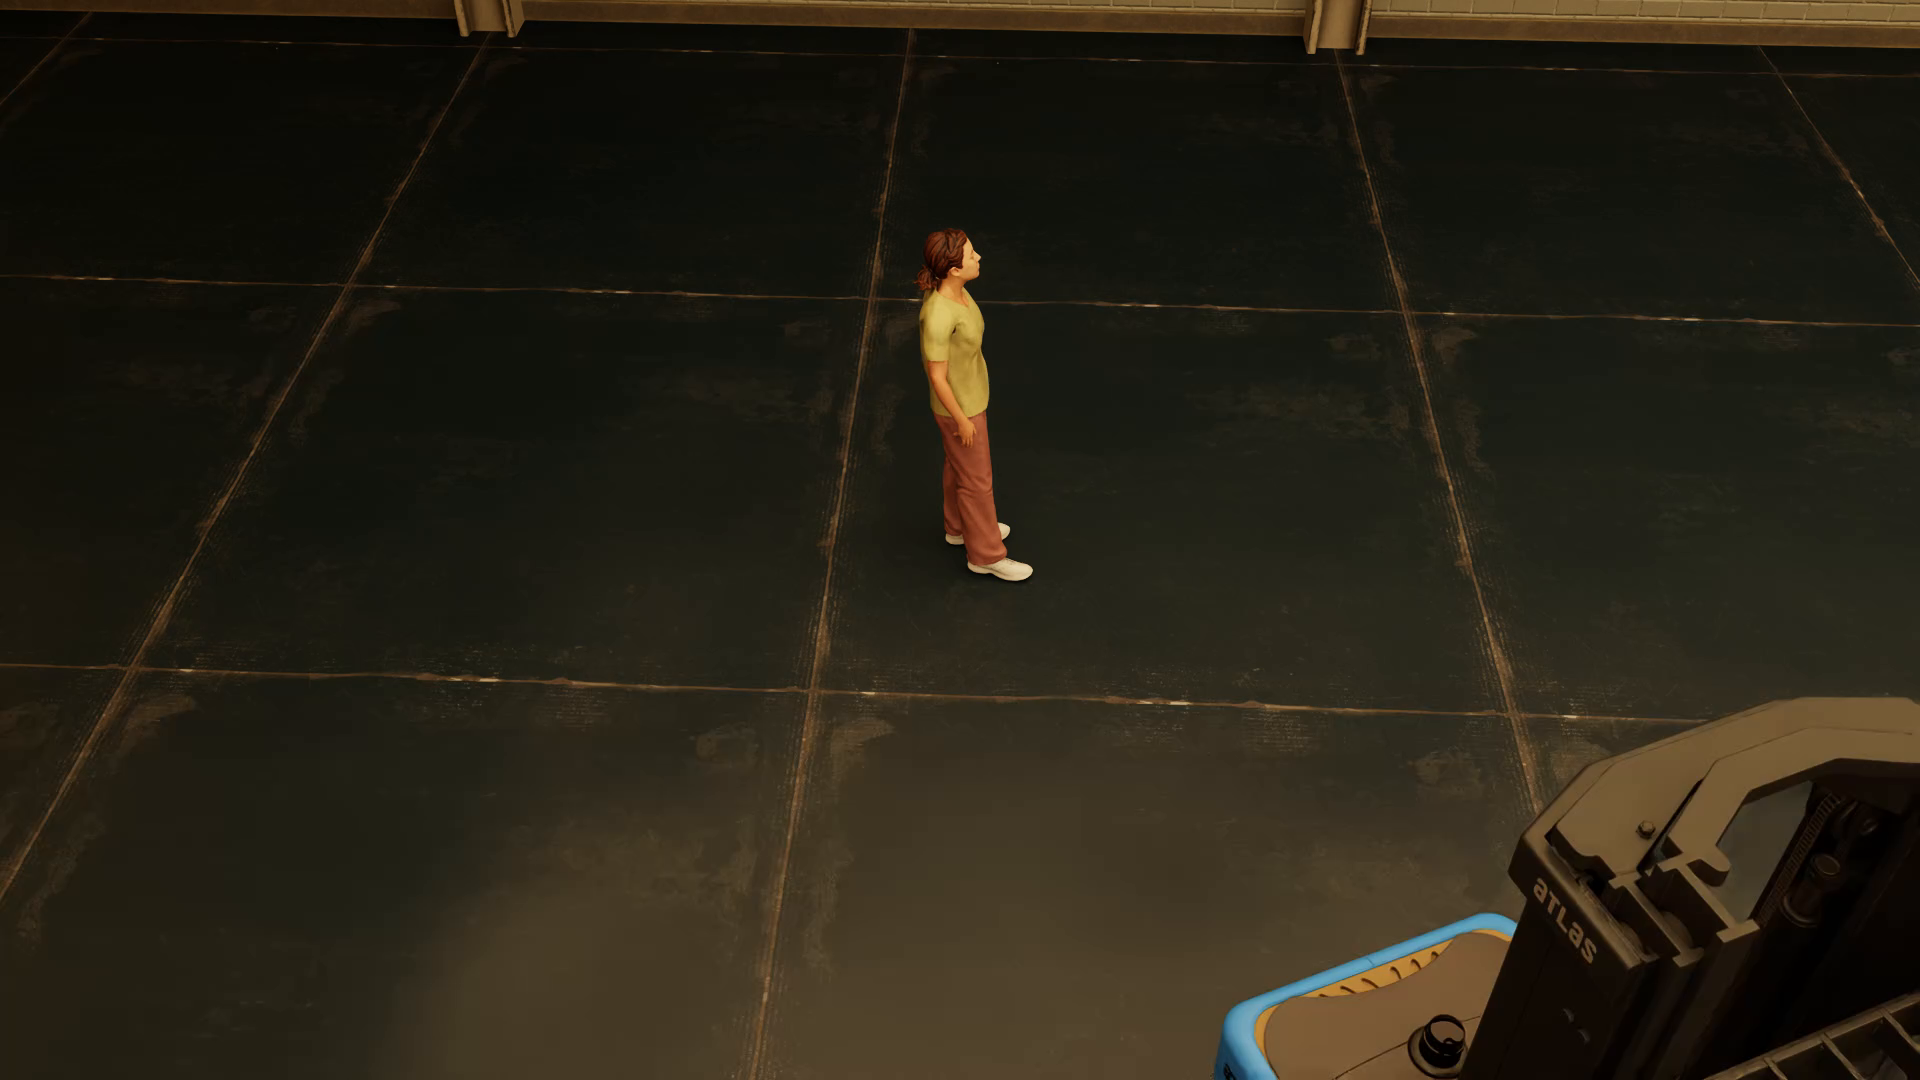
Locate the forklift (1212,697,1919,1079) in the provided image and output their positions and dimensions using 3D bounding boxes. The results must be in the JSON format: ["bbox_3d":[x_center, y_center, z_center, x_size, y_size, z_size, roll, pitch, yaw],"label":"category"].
[{"bbox_3d":[1.767,1.878,3.684,1.130,2.935,3.031,-15,45,-16],"label":"forklift"}]

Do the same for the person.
[{"bbox_3d":[0.074,-0.614,7.335,0.548,1.672,0.553,2,42,2],"label":"person"}]
